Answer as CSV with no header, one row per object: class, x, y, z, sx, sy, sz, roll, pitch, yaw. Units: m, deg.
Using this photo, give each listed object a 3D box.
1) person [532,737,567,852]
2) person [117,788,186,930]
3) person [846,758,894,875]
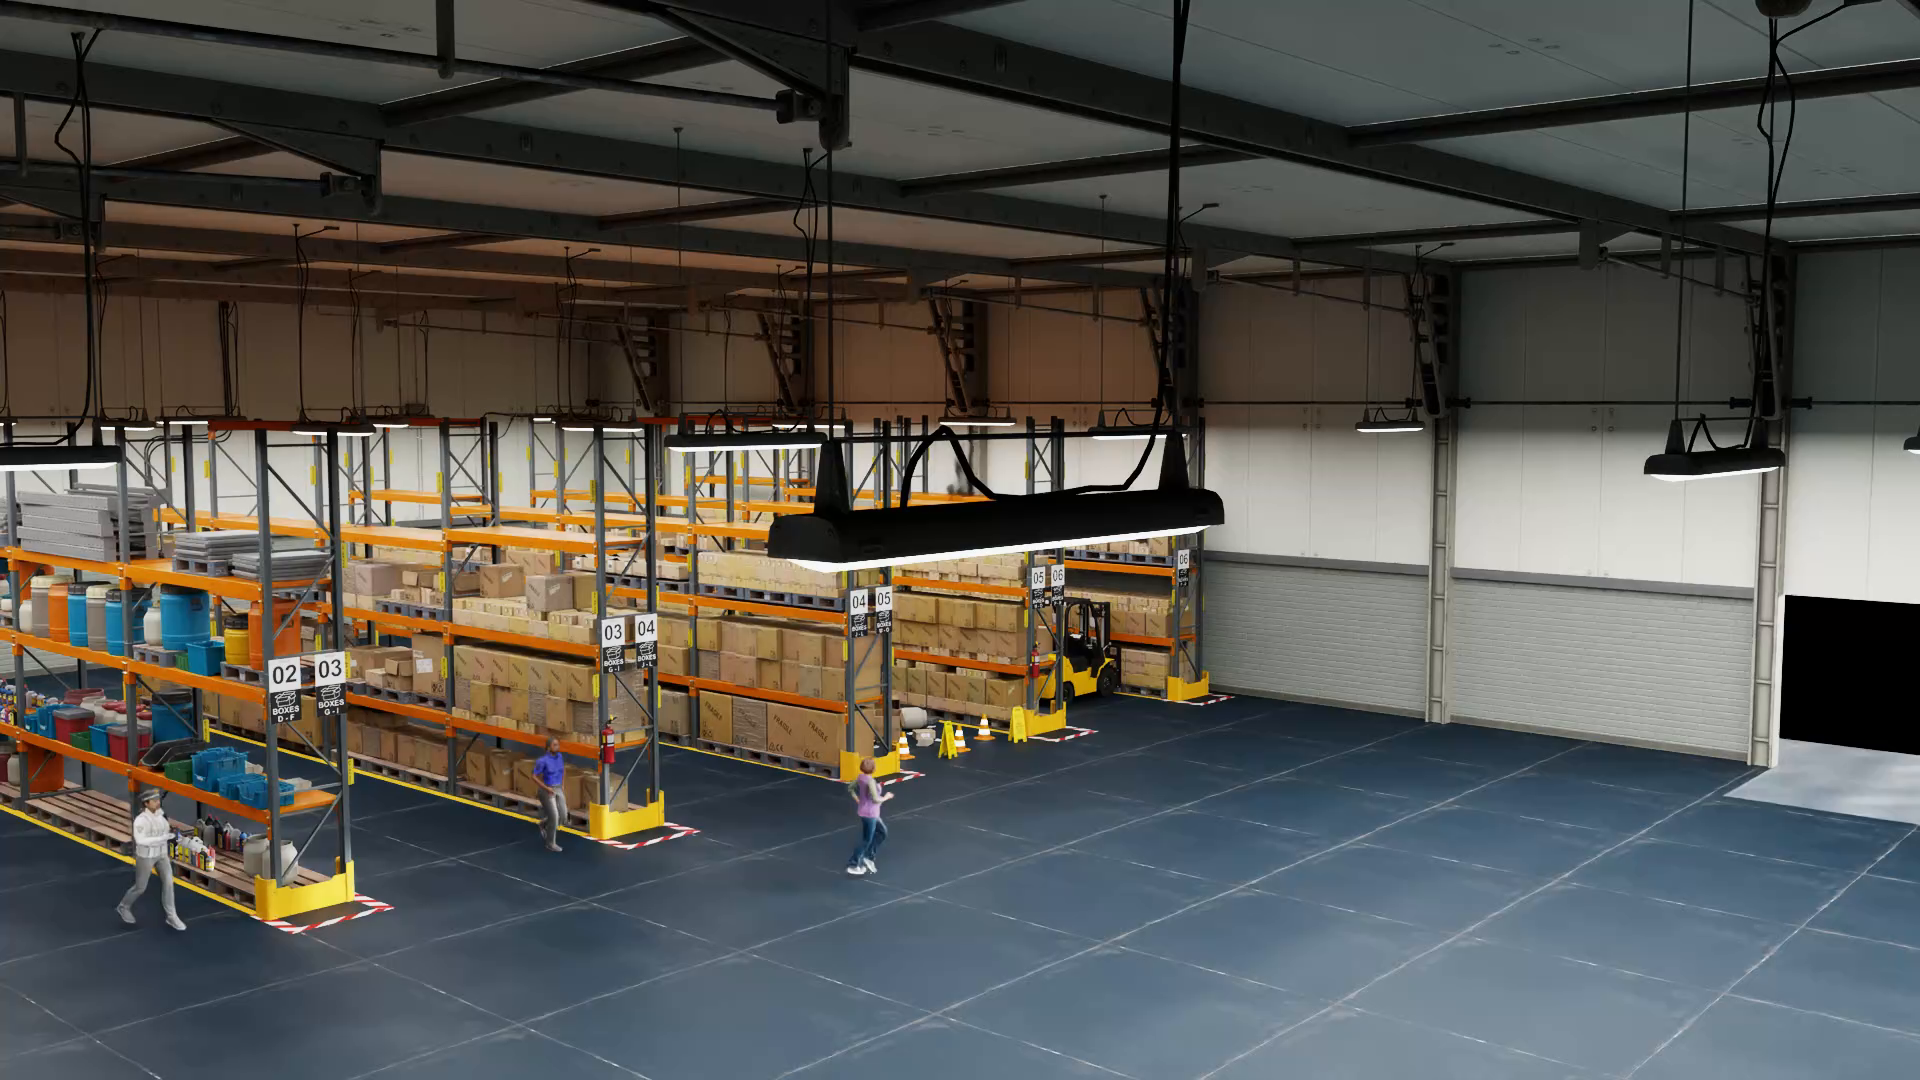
person,-5.811,3.581,23.527,0.595,1.623,0.598,3,6,33
person,-9.697,3.805,19.928,0.887,1.702,0.597,2,5,18
person,-1.204,3.687,22.194,0.667,1.604,0.508,-1,5,-16
